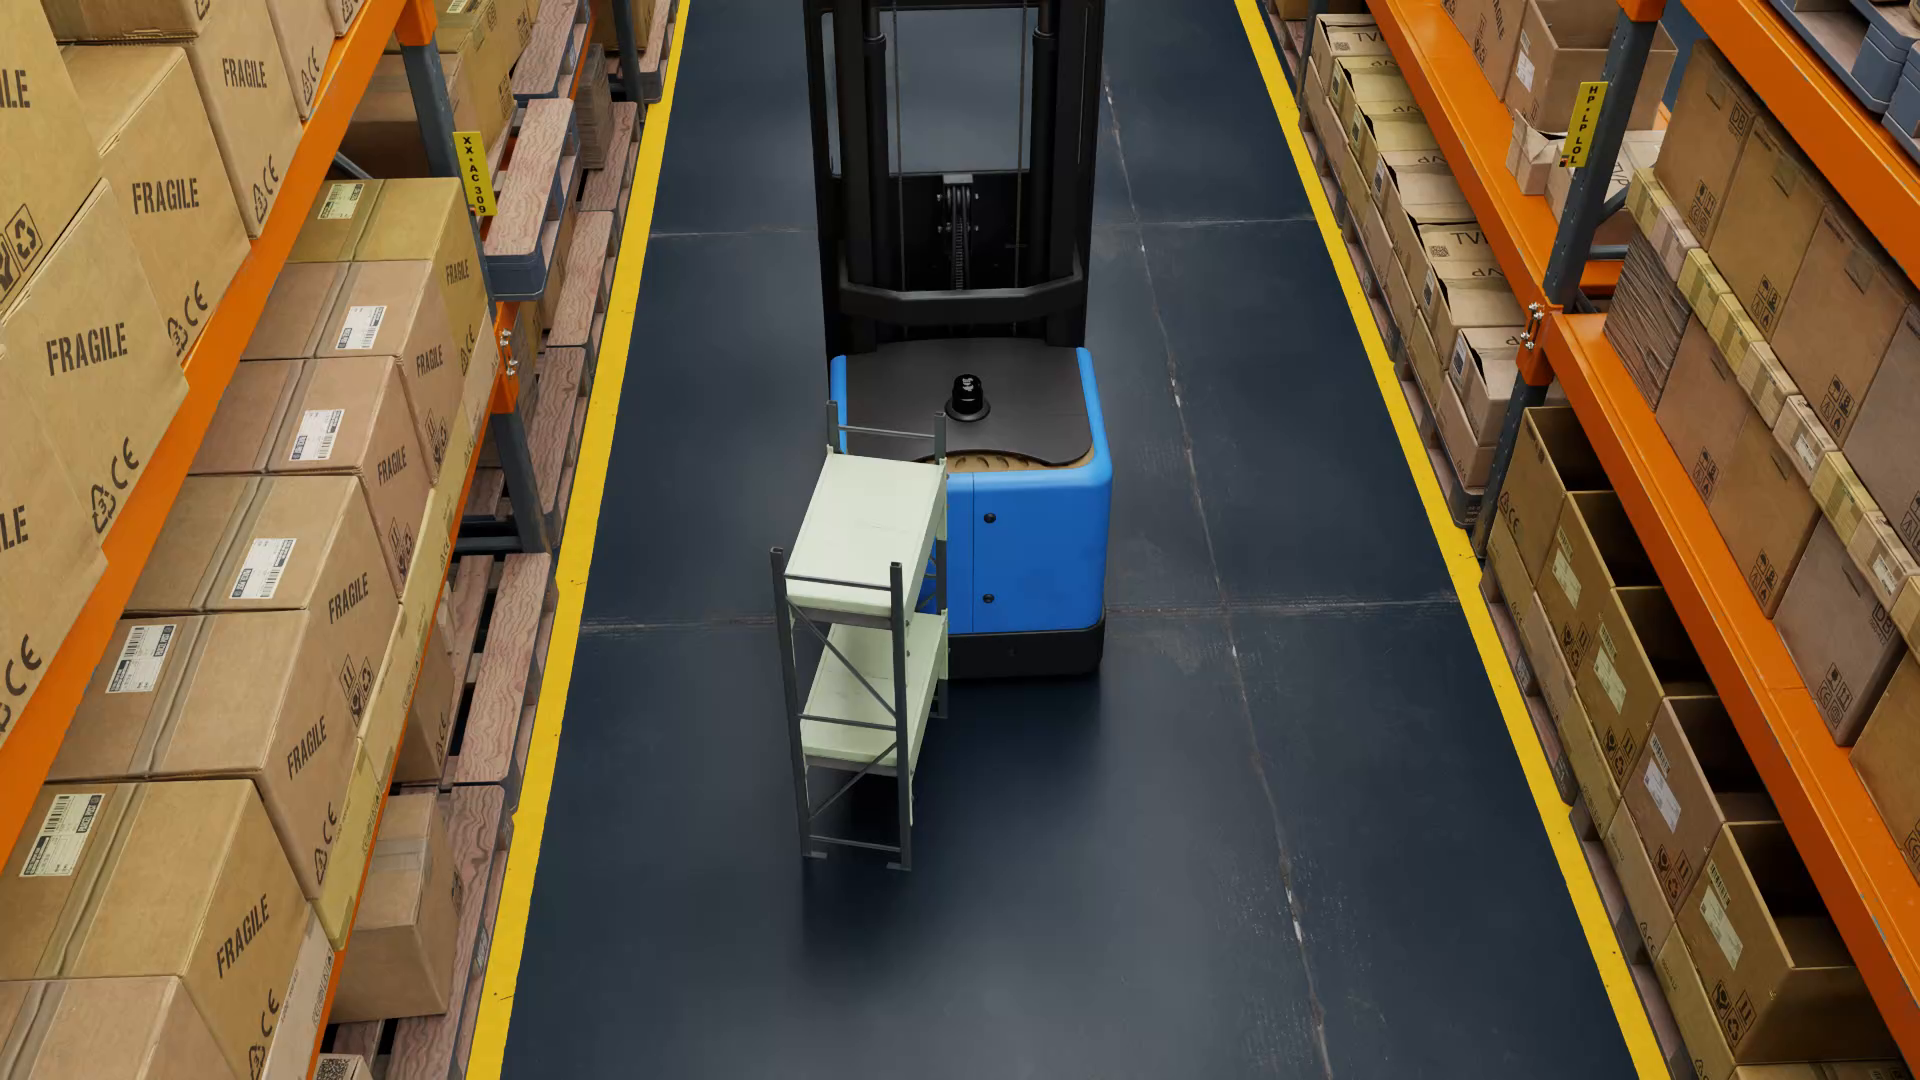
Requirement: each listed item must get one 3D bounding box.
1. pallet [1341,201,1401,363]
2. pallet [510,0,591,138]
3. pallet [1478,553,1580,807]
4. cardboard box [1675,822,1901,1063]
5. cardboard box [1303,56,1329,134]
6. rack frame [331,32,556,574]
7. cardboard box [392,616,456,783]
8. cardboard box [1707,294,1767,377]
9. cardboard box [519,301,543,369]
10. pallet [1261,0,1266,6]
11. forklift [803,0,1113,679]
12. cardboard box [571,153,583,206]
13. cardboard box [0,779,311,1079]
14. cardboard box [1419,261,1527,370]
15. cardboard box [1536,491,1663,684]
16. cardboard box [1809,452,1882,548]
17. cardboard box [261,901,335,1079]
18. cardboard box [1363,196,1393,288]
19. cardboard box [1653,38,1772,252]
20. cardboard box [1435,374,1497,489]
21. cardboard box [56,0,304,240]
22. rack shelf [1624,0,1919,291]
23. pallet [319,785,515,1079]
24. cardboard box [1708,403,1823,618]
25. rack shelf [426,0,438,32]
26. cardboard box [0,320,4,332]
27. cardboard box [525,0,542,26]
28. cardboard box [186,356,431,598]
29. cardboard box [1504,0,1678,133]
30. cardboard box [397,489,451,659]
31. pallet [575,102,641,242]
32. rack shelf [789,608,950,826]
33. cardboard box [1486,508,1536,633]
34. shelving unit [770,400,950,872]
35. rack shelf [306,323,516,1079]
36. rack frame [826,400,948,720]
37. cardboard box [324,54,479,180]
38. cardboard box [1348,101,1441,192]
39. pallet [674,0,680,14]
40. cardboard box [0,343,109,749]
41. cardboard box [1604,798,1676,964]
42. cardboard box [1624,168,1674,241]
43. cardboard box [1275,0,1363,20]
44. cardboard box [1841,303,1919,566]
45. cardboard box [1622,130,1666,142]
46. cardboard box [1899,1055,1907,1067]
[{"bbox_3d":[2.597,-1.368,8.586,1.003,0.211,1.213,-2,43,-2],"label":"pallet"},{"bbox_3d":[-2.271,-2.224,7.598,1.003,0.211,1.213,-2,43,-2],"label":"pallet"},{"bbox_3d":[2.714,0.492,6.557,1.003,0.211,1.213,-2,43,-2],"label":"pallet"},{"bbox_3d":[2.515,1.181,4.911,0.500,0.500,0.500,-2,43,-2],"label":"cardboard box"},{"bbox_3d":[2.281,-2.553,9.540,0.500,0.250,0.500,-2,43,-2],"label":"cardboard box"},{"bbox_3d":[-2.227,-0.929,6.044,1.000,3.000,0.127,-2,43,-2],"label":"rack frame"},{"bbox_3d":[-2.142,0.530,5.976,0.500,0.500,0.500,-5,43,-5],"label":"cardboard box"},{"bbox_3d":[2.576,-0.642,5.177,0.380,0.149,0.250,-2,43,-2],"label":"cardboard box"},{"bbox_3d":[-2.347,-1.014,7.660,0.700,0.500,0.500,-2,43,-3],"label":"cardboard box"},{"bbox_3d":[2.510,-4.073,11.537,1.003,0.211,1.213,-2,43,-2],"label":"pallet"},{"bbox_3d":[-0.035,-1.505,6.723,1.130,2.935,3.031,-2,43,-2],"label":"forklift"},{"bbox_3d":[-2.408,-2.034,8.774,0.700,0.500,0.500,-2,43,-2],"label":"cardboard box"},{"bbox_3d":[-1.788,0.878,3.614,0.500,0.500,0.500,-2,43,-2],"label":"cardboard box"},{"bbox_3d":[2.391,-1.038,7.472,0.500,0.311,0.500,-1,43,-1],"label":"cardboard box"},{"bbox_3d":[2.459,0.168,6.016,0.500,0.500,0.500,-2,43,-2],"label":"cardboard box"},{"bbox_3d":[2.610,-0.117,4.604,0.380,0.149,0.250,-2,43,-2],"label":"cardboard box"},{"bbox_3d":[-1.796,1.131,3.893,0.500,0.250,0.500,-3,43,-3],"label":"cardboard box"},{"bbox_3d":[2.353,-1.517,8.409,0.500,0.250,0.500,-1,43,-1],"label":"cardboard box"},{"bbox_3d":[2.748,-1.289,5.403,0.700,0.500,0.500,-1,43,-2],"label":"cardboard box"},{"bbox_3d":[2.415,-0.487,7.285,0.500,0.250,0.500,-2,43,-2],"label":"cardboard box"},{"bbox_3d":[-1.888,-1.030,3.846,0.500,0.500,0.500,-3,43,-3],"label":"cardboard box"},{"bbox_3d":[2.807,-0.564,3.958,1.077,0.370,4.000,-2,43,-2],"label":"rack shelf"},{"bbox_3d":[-2.108,1.377,5.592,1.003,0.211,1.213,-2,43,-2],"label":"pallet"},{"bbox_3d":[2.794,-0.117,5.083,0.700,0.500,0.500,-1,43,-1],"label":"cardboard box"},{"bbox_3d":[-2.311,-3.120,6.746,1.077,0.370,4.000,-2,43,-2],"label":"rack shelf"},{"bbox_3d":[-1.801,-0.354,2.368,0.500,0.500,0.500,-2,43,-2],"label":"cardboard box"},{"bbox_3d":[-2.291,-2.671,7.544,0.700,0.500,0.500,-2,43,-2],"label":"cardboard box"},{"bbox_3d":[-1.860,-0.170,4.757,0.500,0.500,0.500,-3,43,-3],"label":"cardboard box"},{"bbox_3d":[2.684,-1.985,7.122,0.500,0.500,0.500,1,43,1],"label":"cardboard box"},{"bbox_3d":[-1.854,0.106,5.011,0.500,0.250,0.500,-2,43,-2],"label":"cardboard box"},{"bbox_3d":[-2.365,-2.074,9.356,1.003,0.211,1.213,-2,43,-2],"label":"pallet"},{"bbox_3d":[-0.309,0.601,5.967,0.431,0.370,0.720,7,43,7],"label":"rack shelf"},{"bbox_3d":[2.439,0.107,6.638,0.500,0.250,0.500,-2,43,-2],"label":"cardboard box"},{"bbox_3d":[-0.309,0.361,5.747,0.431,1.500,0.755,7,43,7],"label":"shelving unit"},{"bbox_3d":[-2.142,0.686,4.814,1.077,0.370,4.000,-2,43,-2],"label":"rack shelf"},{"bbox_3d":[-0.246,0.117,6.013,0.400,1.500,0.023,7,43,7],"label":"rack frame"},{"bbox_3d":[-2.214,-1.473,6.237,0.700,0.500,0.500,-2,43,-2],"label":"cardboard box"},{"bbox_3d":[2.332,-2.061,8.588,0.500,0.311,0.500,-3,43,-3],"label":"cardboard box"},{"bbox_3d":[-2.403,-3.958,11.411,1.003,0.211,1.213,-2,43,-2],"label":"pallet"},{"bbox_3d":[-1.808,0.025,2.694,0.500,0.500,0.500,1,43,1],"label":"cardboard box"},{"bbox_3d":[2.499,1.120,5.533,0.500,0.250,0.500,-2,43,-2],"label":"cardboard box"},{"bbox_3d":[2.540,-1.163,5.745,0.380,0.149,0.250,-2,43,-2],"label":"cardboard box"},{"bbox_3d":[2.278,-3.639,10.525,0.500,0.500,0.500,0,43,0],"label":"cardboard box"},{"bbox_3d":[2.812,-0.273,4.294,0.700,0.500,0.500,-2,43,-2],"label":"cardboard box"},{"bbox_3d":[2.889,-1.585,6.945,0.380,0.149,0.250,-2,43,-2],"label":"cardboard box"},{"bbox_3d":[3.046,1.442,5.181,0.500,0.250,0.500,-2,43,-2],"label":"cardboard box"}]
